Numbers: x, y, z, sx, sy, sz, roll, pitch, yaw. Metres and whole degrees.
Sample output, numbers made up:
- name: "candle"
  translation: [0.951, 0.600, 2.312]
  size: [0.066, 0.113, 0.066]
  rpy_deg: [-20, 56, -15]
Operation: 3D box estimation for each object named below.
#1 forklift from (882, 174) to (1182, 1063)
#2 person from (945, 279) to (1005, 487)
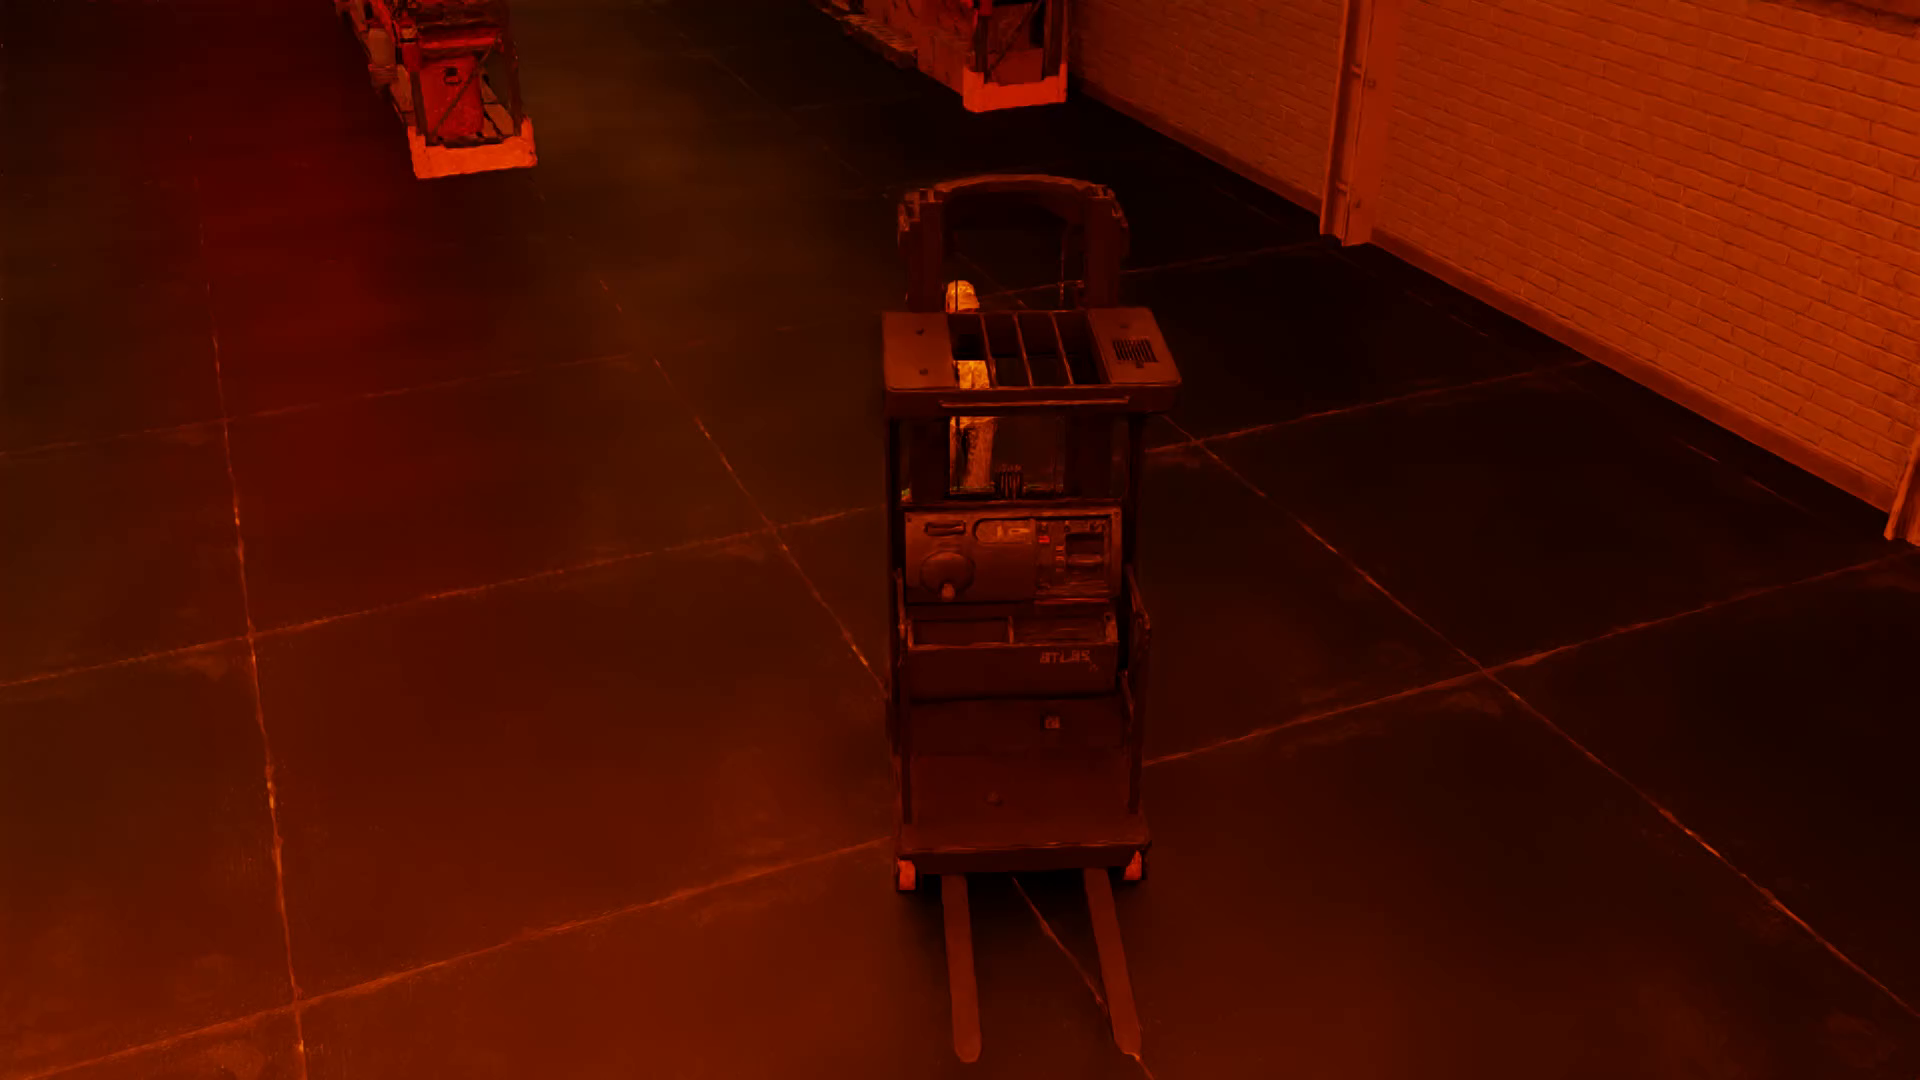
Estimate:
- name: "forklift"
  translation: [0.245, 0.111, 6.925]
  size: [1.130, 2.935, 3.031]
  rpy_deg: [-2, 30, -3]
- name: "person"
  translation: [0.001, -0.711, 9.645]
  size: [0.482, 1.669, 0.390]
  rpy_deg: [-12, 32, -20]
